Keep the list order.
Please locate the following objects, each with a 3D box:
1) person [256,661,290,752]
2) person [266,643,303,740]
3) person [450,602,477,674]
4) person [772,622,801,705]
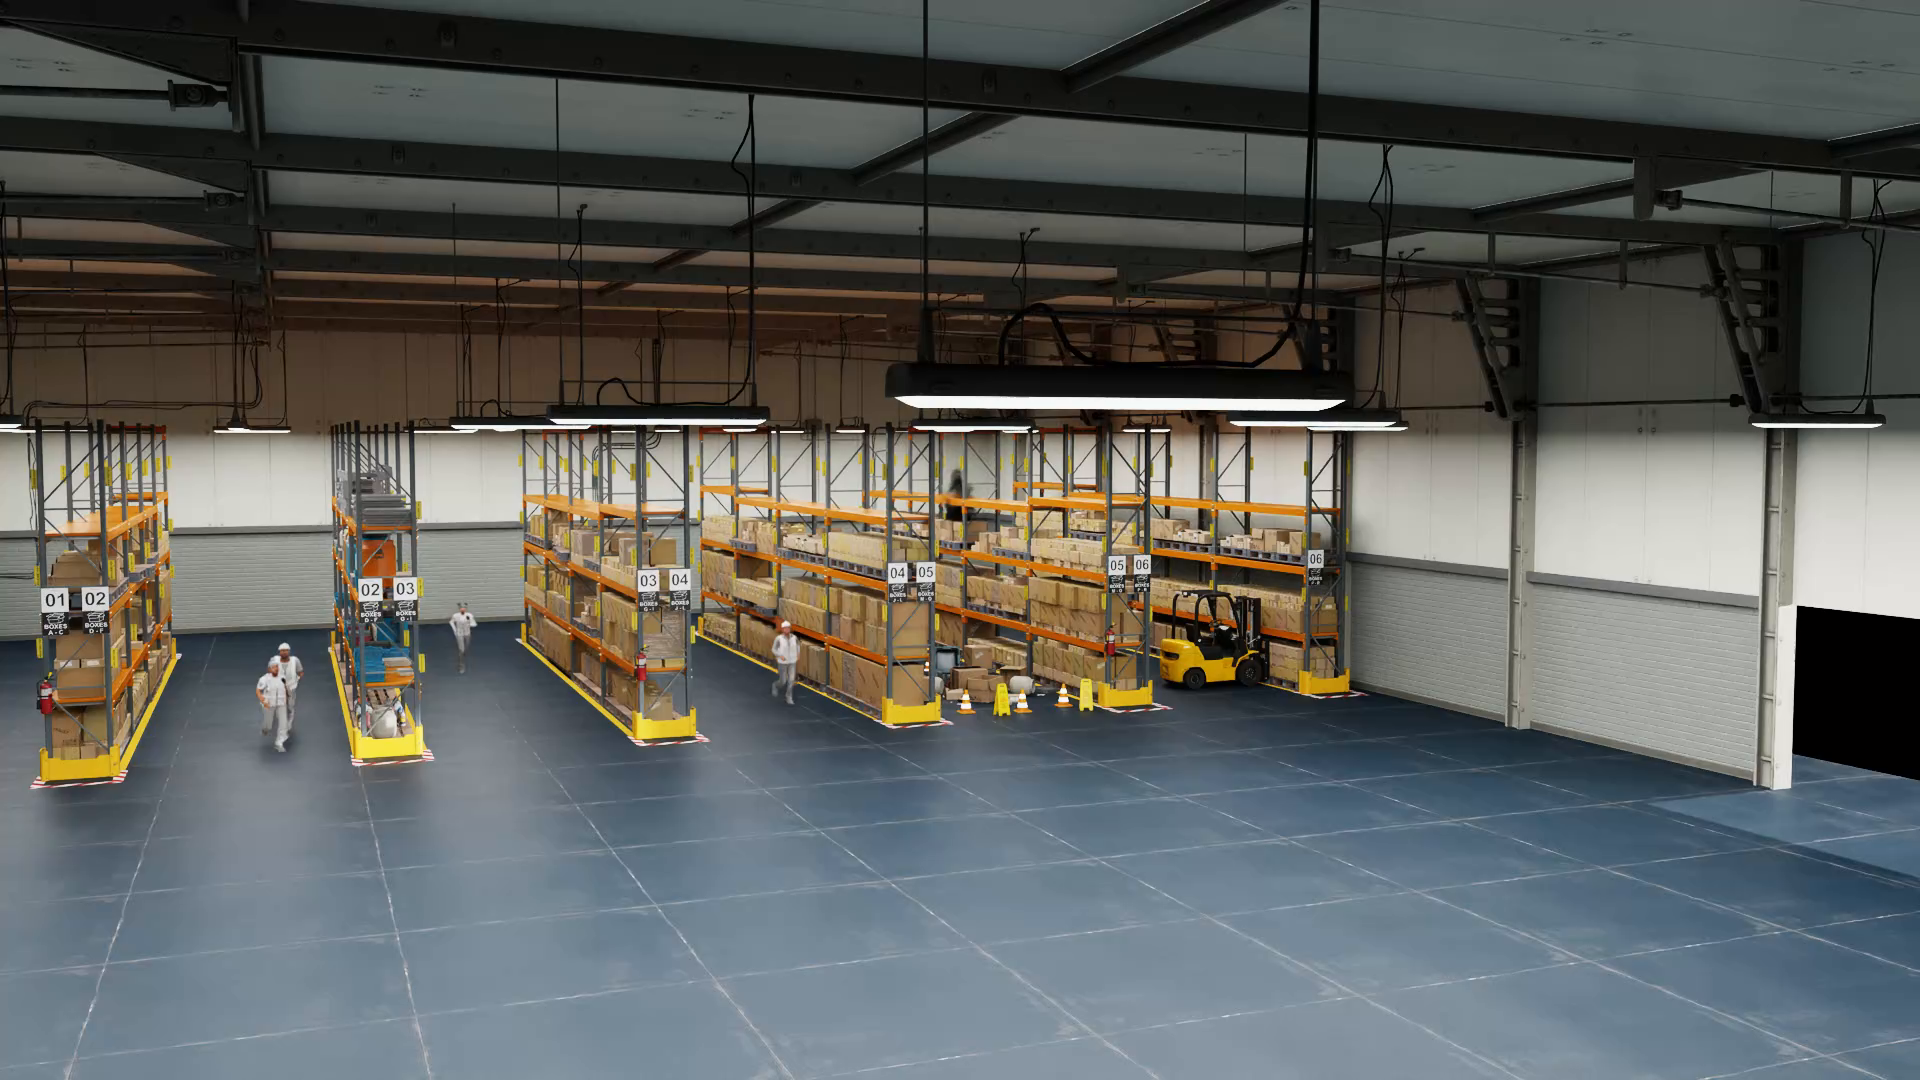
[{"bbox_3d":[-12.564,3.030,30.463,0.605,1.642,0.809,-3,4,-35],"label":"person"},{"bbox_3d":[-12.885,2.843,31.763,0.637,1.784,1.000,-2,4,-27],"label":"person"},{"bbox_3d":[-12.047,2.362,40.404,0.584,1.754,0.760,-2,4,-26],"label":"person"},{"bbox_3d":[-3.732,2.627,35.746,0.669,1.768,0.810,-2,4,-25],"label":"person"}]
